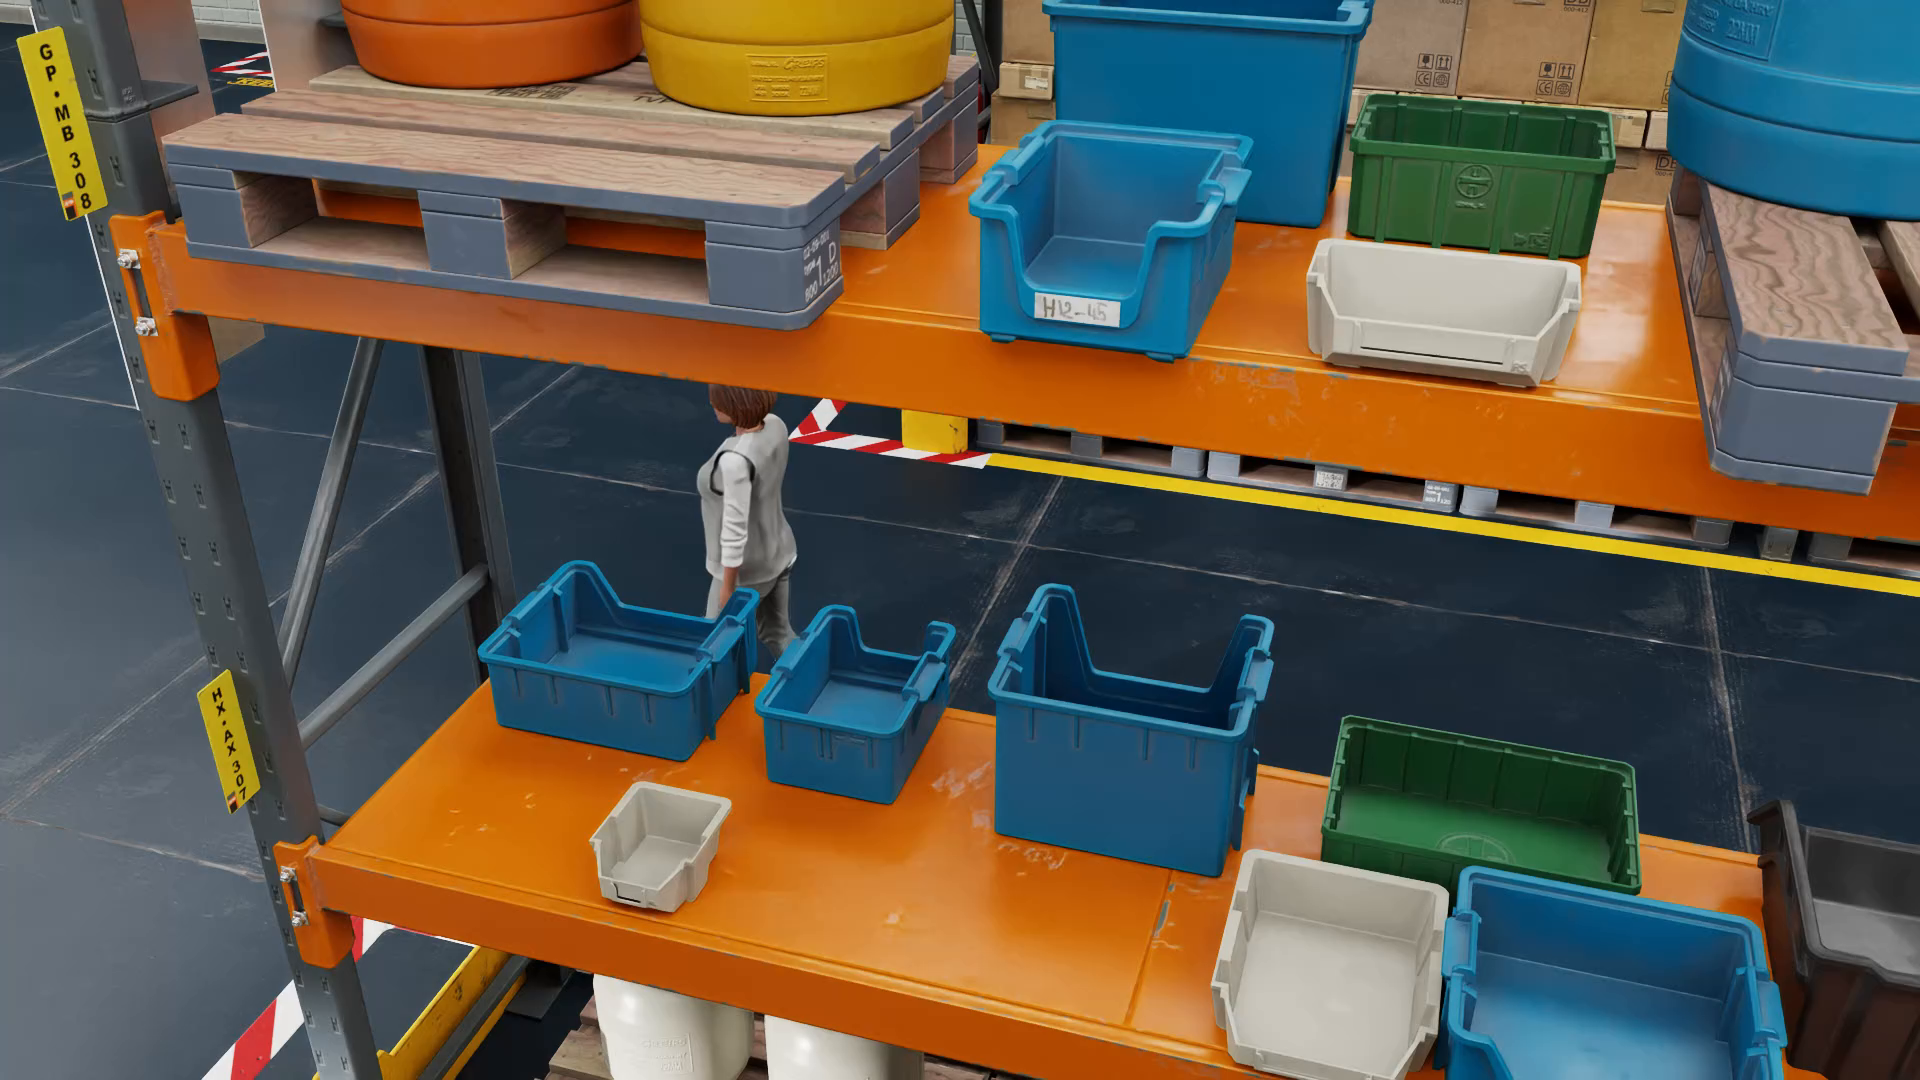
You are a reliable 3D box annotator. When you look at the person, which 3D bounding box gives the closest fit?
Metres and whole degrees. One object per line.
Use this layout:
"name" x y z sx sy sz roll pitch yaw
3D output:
"person" -0.765 0.096 5.983 0.448 1.601 0.411 9 31 16
